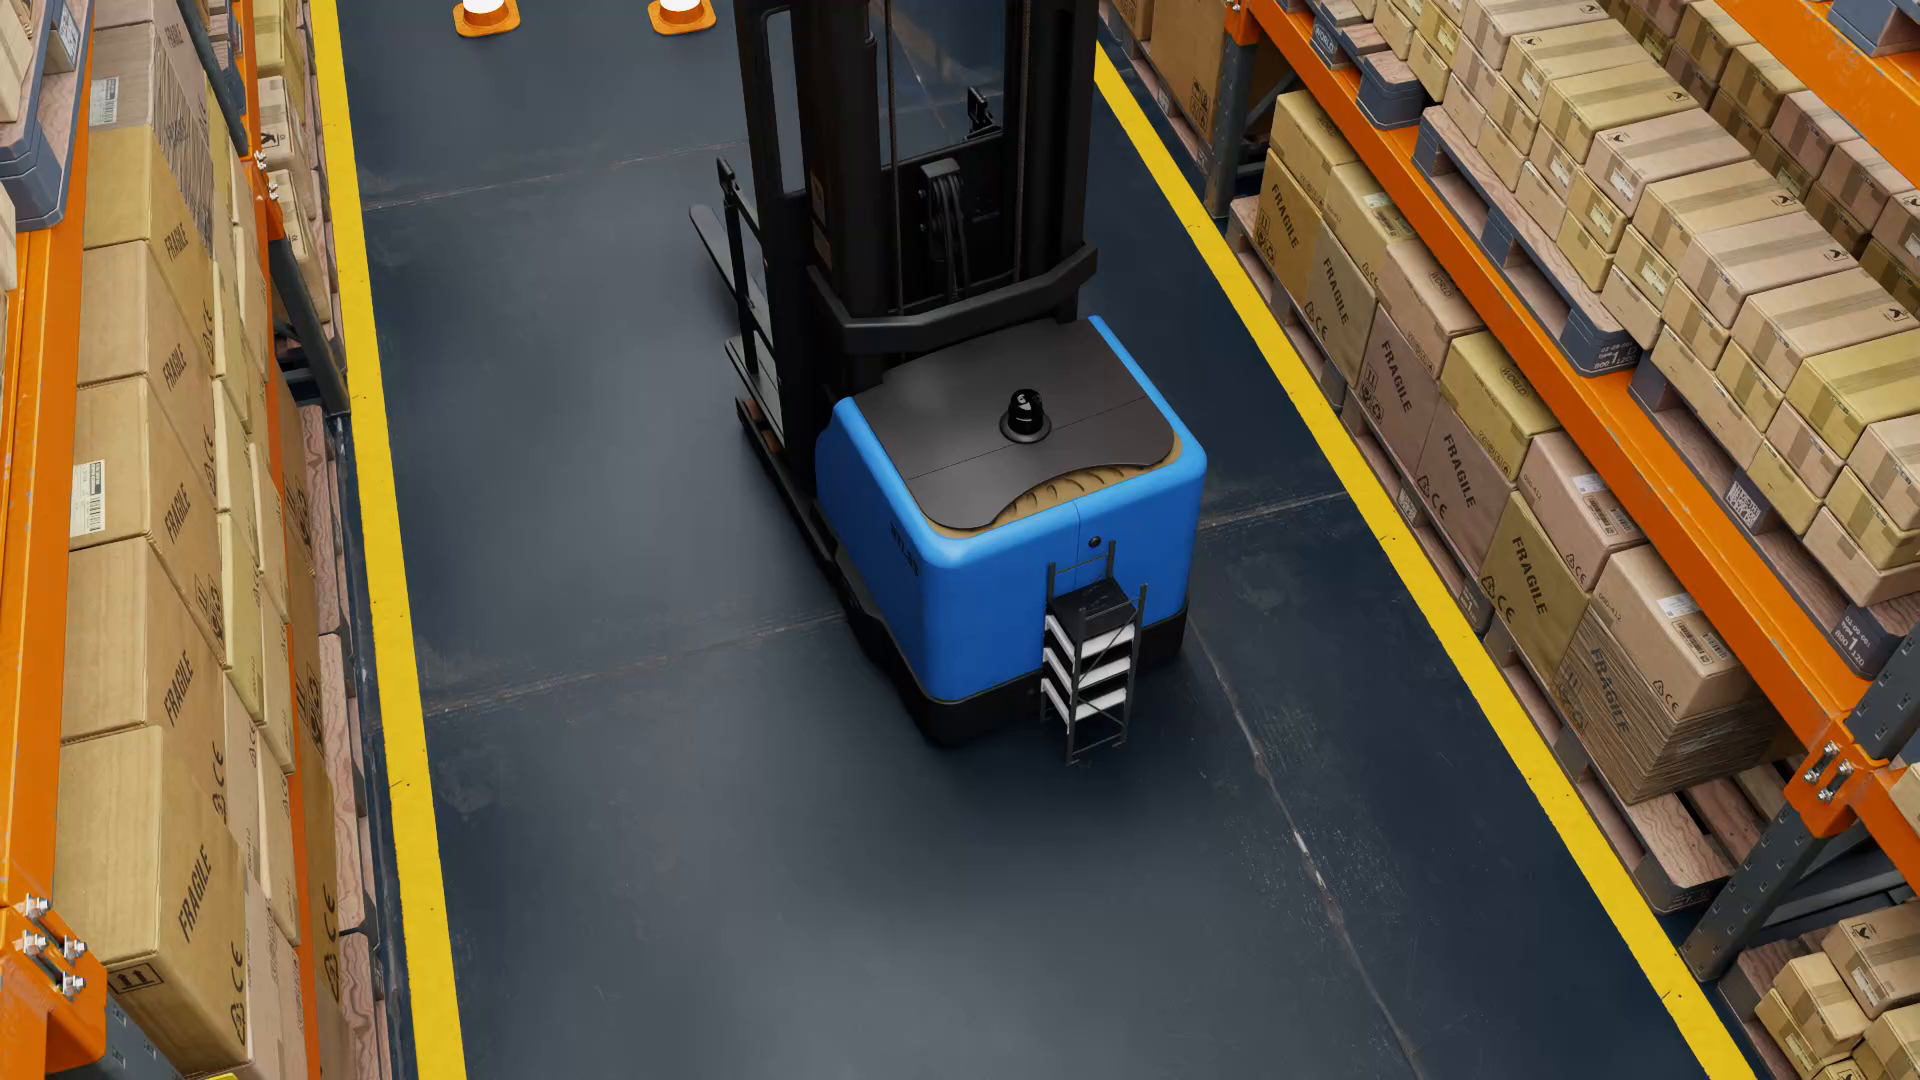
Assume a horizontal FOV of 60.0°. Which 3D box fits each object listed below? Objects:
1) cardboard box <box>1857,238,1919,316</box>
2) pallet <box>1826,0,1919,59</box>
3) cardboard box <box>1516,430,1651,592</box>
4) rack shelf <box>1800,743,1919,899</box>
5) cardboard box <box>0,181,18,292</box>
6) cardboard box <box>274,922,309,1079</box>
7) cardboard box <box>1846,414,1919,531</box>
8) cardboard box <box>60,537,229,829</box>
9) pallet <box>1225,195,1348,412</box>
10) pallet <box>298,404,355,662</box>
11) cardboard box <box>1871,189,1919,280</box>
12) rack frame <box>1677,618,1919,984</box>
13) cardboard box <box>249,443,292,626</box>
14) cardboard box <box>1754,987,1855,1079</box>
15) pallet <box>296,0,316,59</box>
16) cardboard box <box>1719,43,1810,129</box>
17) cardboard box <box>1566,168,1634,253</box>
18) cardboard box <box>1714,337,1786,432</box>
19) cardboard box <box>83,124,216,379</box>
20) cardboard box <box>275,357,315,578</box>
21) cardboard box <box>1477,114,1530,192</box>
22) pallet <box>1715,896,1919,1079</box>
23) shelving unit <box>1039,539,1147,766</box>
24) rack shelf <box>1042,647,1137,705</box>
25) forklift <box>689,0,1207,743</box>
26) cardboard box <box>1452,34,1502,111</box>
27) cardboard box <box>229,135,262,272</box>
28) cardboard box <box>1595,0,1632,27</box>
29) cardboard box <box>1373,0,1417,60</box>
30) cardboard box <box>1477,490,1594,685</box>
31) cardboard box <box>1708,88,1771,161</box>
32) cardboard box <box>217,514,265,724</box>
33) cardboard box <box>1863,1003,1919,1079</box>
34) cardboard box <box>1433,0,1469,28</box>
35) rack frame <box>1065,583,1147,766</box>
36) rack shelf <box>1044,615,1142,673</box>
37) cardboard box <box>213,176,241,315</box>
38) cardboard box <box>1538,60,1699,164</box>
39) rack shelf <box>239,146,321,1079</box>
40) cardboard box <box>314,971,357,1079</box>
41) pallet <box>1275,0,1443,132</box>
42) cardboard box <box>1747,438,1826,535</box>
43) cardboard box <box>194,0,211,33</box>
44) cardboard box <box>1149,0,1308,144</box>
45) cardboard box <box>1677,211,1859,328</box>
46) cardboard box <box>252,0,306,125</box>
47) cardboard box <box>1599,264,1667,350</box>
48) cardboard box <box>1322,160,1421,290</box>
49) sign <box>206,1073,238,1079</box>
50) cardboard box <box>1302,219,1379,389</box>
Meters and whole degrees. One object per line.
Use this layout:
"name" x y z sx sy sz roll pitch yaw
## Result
"cardboard box" 2.920 -0.808 4.954 0.380 0.149 0.250 -15 52 -13
"pallet" 2.749 -1.081 3.650 1.213 0.211 1.003 -13 51 -11
"cardboard box" 2.229 -0.136 5.562 0.500 0.250 0.500 -11 51 -9
"rack shelf" 3.422 1.993 3.368 1.077 0.370 4.000 -13 51 -11
"cardboard box" -1.908 -0.537 2.946 0.380 0.166 0.250 -16 52 -13
"cardboard box" -1.747 1.161 3.697 0.500 0.250 0.500 -14 51 -12
"cardboard box" 2.525 -0.195 4.242 0.380 0.149 0.250 -11 51 -9
"cardboard box" -1.901 0.387 3.532 0.500 0.500 0.500 -14 51 -11
"pallet" 1.877 -1.151 7.372 1.003 0.211 1.213 -13 51 -11
"pallet" -2.890 0.064 6.348 1.003 0.211 1.213 -13 51 -11
"cardboard box" 2.920 -0.910 4.846 0.380 0.149 0.250 -14 51 -11
"rack frame" 2.830 0.301 4.324 1.000 3.000 0.127 -13 51 -11
"cardboard box" -2.176 0.038 4.644 0.500 0.250 0.500 -14 51 -12
"cardboard box" 2.631 1.423 4.968 0.380 0.149 0.250 -15 52 -13
"pallet" -4.003 -2.882 8.831 1.003 0.211 1.213 -13 51 -11
"cardboard box" 2.687 -1.477 5.324 0.380 0.149 0.250 -12 51 -10
"cardboard box" 2.130 -1.058 5.164 0.380 0.149 0.250 -13 51 -11
"cardboard box" 2.374 -0.470 4.669 0.380 0.149 0.250 -11 51 -9
"cardboard box" -2.349 -0.727 4.471 0.500 0.500 0.500 -13 51 -11
"cardboard box" -2.927 -0.355 5.992 0.875 0.875 0.875 -14 51 -11
"cardboard box" 1.981 -1.335 5.593 0.380 0.149 0.250 -13 51 -10
"pallet" 3.063 1.682 4.984 1.003 0.211 1.213 -13 51 -11
"shelving unit" 0.438 0.398 5.616 0.258 0.900 0.210 -20 53 -16
"rack shelf" 0.438 0.419 5.641 0.258 0.077 0.200 -20 53 -16
"forklift" -0.268 -1.375 5.782 1.130 2.935 3.031 -20 53 -16
"cardboard box" 1.910 -1.615 5.634 0.380 0.149 0.250 -13 51 -11
"cardboard box" -2.654 -1.069 5.577 0.500 0.250 0.500 -15 51 -12
"cardboard box" 2.463 -1.944 5.912 0.380 0.149 0.250 -13 51 -11
"cardboard box" 1.746 -1.910 6.077 0.380 0.149 0.250 -11 51 -9
"cardboard box" 2.219 0.113 5.843 0.500 0.500 0.500 -14 51 -12
"cardboard box" 2.688 -1.383 5.439 0.380 0.149 0.250 -14 51 -12
"cardboard box" -2.034 0.247 4.141 0.500 0.250 0.500 -13 51 -11
"cardboard box" 2.759 1.405 4.594 0.380 0.149 0.250 -11 51 -9
"cardboard box" 1.827 -1.916 5.694 0.380 0.149 0.250 -15 52 -12
"rack frame" 0.481 0.468 5.557 0.240 0.900 0.006 -20 53 -16
"rack shelf" 0.438 0.303 5.504 0.258 0.077 0.200 -20 53 -16
"cardboard box" -2.510 -0.871 5.083 0.500 0.250 0.500 -14 51 -12
"cardboard box" 2.059 -1.343 5.211 0.380 0.149 0.250 -14 51 -11
"rack shelf" -2.460 0.265 4.825 1.077 0.370 4.000 -13 51 -11
"cardboard box" -2.128 1.608 4.337 0.875 0.875 0.875 -12 51 -10
"pallet" 1.960 -2.063 6.442 1.213 0.211 1.003 -13 51 -11
"cardboard box" 2.446 -0.189 4.626 0.380 0.149 0.250 -13 51 -11
"cardboard box" -2.964 -2.072 5.790 0.500 0.500 0.500 -15 51 -12
"cardboard box" 1.553 -2.496 7.879 1.050 0.750 0.750 -14 51 -11
"cardboard box" 2.292 -0.771 4.729 0.380 0.149 0.250 -13 51 -11
"cardboard box" -3.654 -2.223 7.896 0.950 0.372 0.625 -12 51 -10
"cardboard box" 2.213 -0.756 5.105 0.380 0.149 0.250 -15 52 -13
"cardboard box" 1.770 -1.263 6.513 0.500 0.250 0.500 -14 51 -11
"sign" -1.339 1.062 3.064 0.100 0.325 0.005 -13 51 -11
"cardboard box" 1.765 -1.010 6.789 0.500 0.500 0.500 -13 51 -11
